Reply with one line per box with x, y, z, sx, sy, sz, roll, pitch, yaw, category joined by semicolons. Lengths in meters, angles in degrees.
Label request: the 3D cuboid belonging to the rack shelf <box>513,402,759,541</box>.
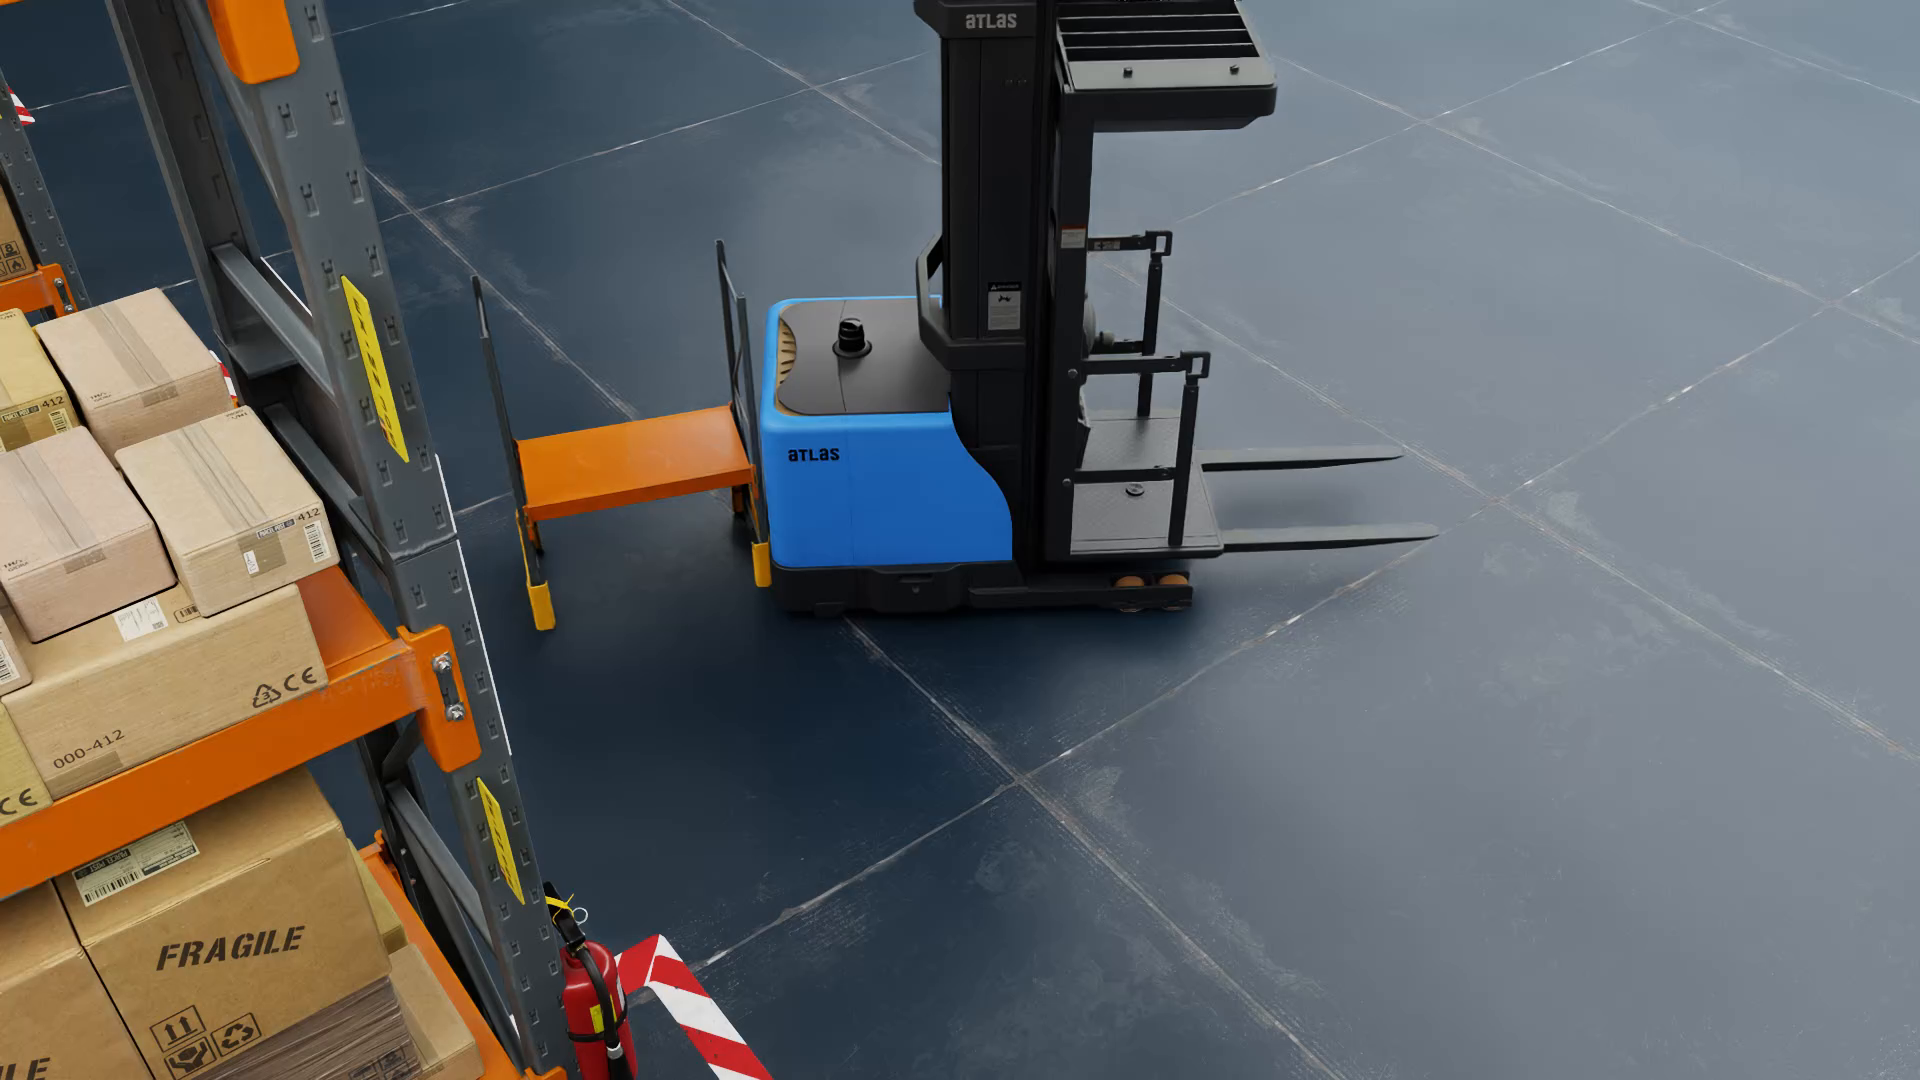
-1.441;-0.315;7.369;1.000;0.185;0.538;-11;41;-13;rack shelf

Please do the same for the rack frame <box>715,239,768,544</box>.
-0.955;-0.549;7.370;0.032;1.500;0.500;-11;41;-13;rack frame

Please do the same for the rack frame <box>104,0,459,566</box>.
-1.306;-1.388;2.480;0.127;3.000;1.000;-26;46;-28;rack frame

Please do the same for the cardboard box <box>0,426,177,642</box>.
-1.614;-0.018;2.980;0.250;0.149;0.380;-28;47;-29;cardboard box

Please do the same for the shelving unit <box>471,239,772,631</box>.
-1.449;-0.453;7.253;1.083;1.500;0.587;-11;41;-13;shelving unit

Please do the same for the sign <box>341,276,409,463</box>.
-0.984;-0.284;2.801;0.005;0.325;0.100;-26;46;-28;sign

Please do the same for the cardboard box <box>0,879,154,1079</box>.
-1.985;0.924;3.290;0.500;0.500;0.500;-26;46;-28;cardboard box

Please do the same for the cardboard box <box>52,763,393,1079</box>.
-1.592;0.728;3.529;0.500;0.500;0.500;-26;46;-28;cardboard box

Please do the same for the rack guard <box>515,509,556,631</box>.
-1.926;0.123;7.536;0.087;0.250;0.587;-11;41;-13;rack guard

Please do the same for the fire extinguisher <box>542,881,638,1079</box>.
-0.934;1.149;4.179;0.183;0.674;0.296;-26;46;-28;fire extinguisher

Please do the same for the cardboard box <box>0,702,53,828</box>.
-1.928;0.338;2.859;0.500;0.250;0.500;-26;46;-28;cardboard box

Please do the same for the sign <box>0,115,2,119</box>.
-3.929;-1.863;6.689;0.005;0.325;0.100;-26;46;-28;sign

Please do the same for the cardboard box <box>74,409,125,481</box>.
-1.846;-0.114;3.411;0.500;0.250;0.500;-25;45;-27;cardboard box

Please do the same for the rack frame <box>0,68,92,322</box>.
-4.248;-1.602;7.471;0.127;3.000;1.000;-26;46;-28;rack frame

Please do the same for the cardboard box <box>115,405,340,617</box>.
-1.336;-0.060;3.030;0.250;0.149;0.380;-26;46;-28;cardboard box

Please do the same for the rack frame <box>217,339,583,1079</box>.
-1.306;0.932;4.383;0.127;3.000;1.000;-26;46;-28;rack frame

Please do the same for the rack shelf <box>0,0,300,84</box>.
-2.892;-0.335;1.767;4.000;0.370;1.077;-26;46;-28;rack shelf

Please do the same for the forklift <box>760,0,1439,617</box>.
0.652;-1.142;6.965;3.031;2.935;1.130;-2;39;-2;forklift

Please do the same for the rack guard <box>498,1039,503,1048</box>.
-1.366;1.927;5.140;0.348;0.500;1.175;-26;46;-28;rack guard

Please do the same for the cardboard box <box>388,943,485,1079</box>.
-1.406;1.243;4.202;0.250;0.149;0.380;-26;46;-28;cardboard box

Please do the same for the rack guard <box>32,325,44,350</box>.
-4.229;-0.645;8.275;0.348;0.500;1.175;-26;46;-28;rack guard

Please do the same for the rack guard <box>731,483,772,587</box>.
-0.973;-0.062;7.762;0.087;0.250;0.587;-11;41;-13;rack guard

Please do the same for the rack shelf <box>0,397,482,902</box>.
-2.892;0.823;2.717;4.000;0.370;1.077;-26;46;-28;rack shelf

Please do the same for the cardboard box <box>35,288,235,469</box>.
-1.665;-0.334;3.365;0.250;0.149;0.380;-26;46;-28;cardboard box

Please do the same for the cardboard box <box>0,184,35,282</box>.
-4.515;-1.494;7.221;0.550;0.550;0.875;-26;46;-28;cardboard box

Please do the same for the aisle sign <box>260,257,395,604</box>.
-1.440;-0.248;3.771;0.004;0.787;0.394;-26;46;-28;aisle sign

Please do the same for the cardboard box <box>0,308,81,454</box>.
-1.930;-0.283;3.302;0.250;0.149;0.380;-25;45;-27;cardboard box

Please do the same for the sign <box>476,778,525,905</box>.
-0.984;0.649;3.566;0.005;0.325;0.100;-26;46;-28;sign

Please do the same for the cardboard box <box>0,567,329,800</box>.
-1.534;0.144;3.096;0.500;0.250;0.500;-25;45;-27;cardboard box

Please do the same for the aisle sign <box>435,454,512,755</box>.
-1.074;0.053;3.404;0.004;0.787;0.394;-26;46;-28;aisle sign

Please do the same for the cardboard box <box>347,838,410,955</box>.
-1.677;1.019;4.474;0.250;0.149;0.380;-26;46;-28;cardboard box

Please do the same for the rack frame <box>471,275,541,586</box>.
-1.927;-0.360;7.139;0.032;1.500;0.500;-11;41;-13;rack frame

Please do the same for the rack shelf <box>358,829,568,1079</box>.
-2.892;1.983;3.669;4.000;0.370;1.077;-26;46;-28;rack shelf

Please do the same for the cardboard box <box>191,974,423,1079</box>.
-1.759;0.977;4.014;0.500;0.500;0.875;-26;46;-28;cardboard box

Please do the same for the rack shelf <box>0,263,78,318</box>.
-5.834;-0.551;6.757;4.000;0.370;1.077;-26;46;-28;rack shelf

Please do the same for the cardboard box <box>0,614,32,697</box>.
-1.764;0.142;2.784;0.250;0.149;0.380;-28;47;-30;cardboard box
